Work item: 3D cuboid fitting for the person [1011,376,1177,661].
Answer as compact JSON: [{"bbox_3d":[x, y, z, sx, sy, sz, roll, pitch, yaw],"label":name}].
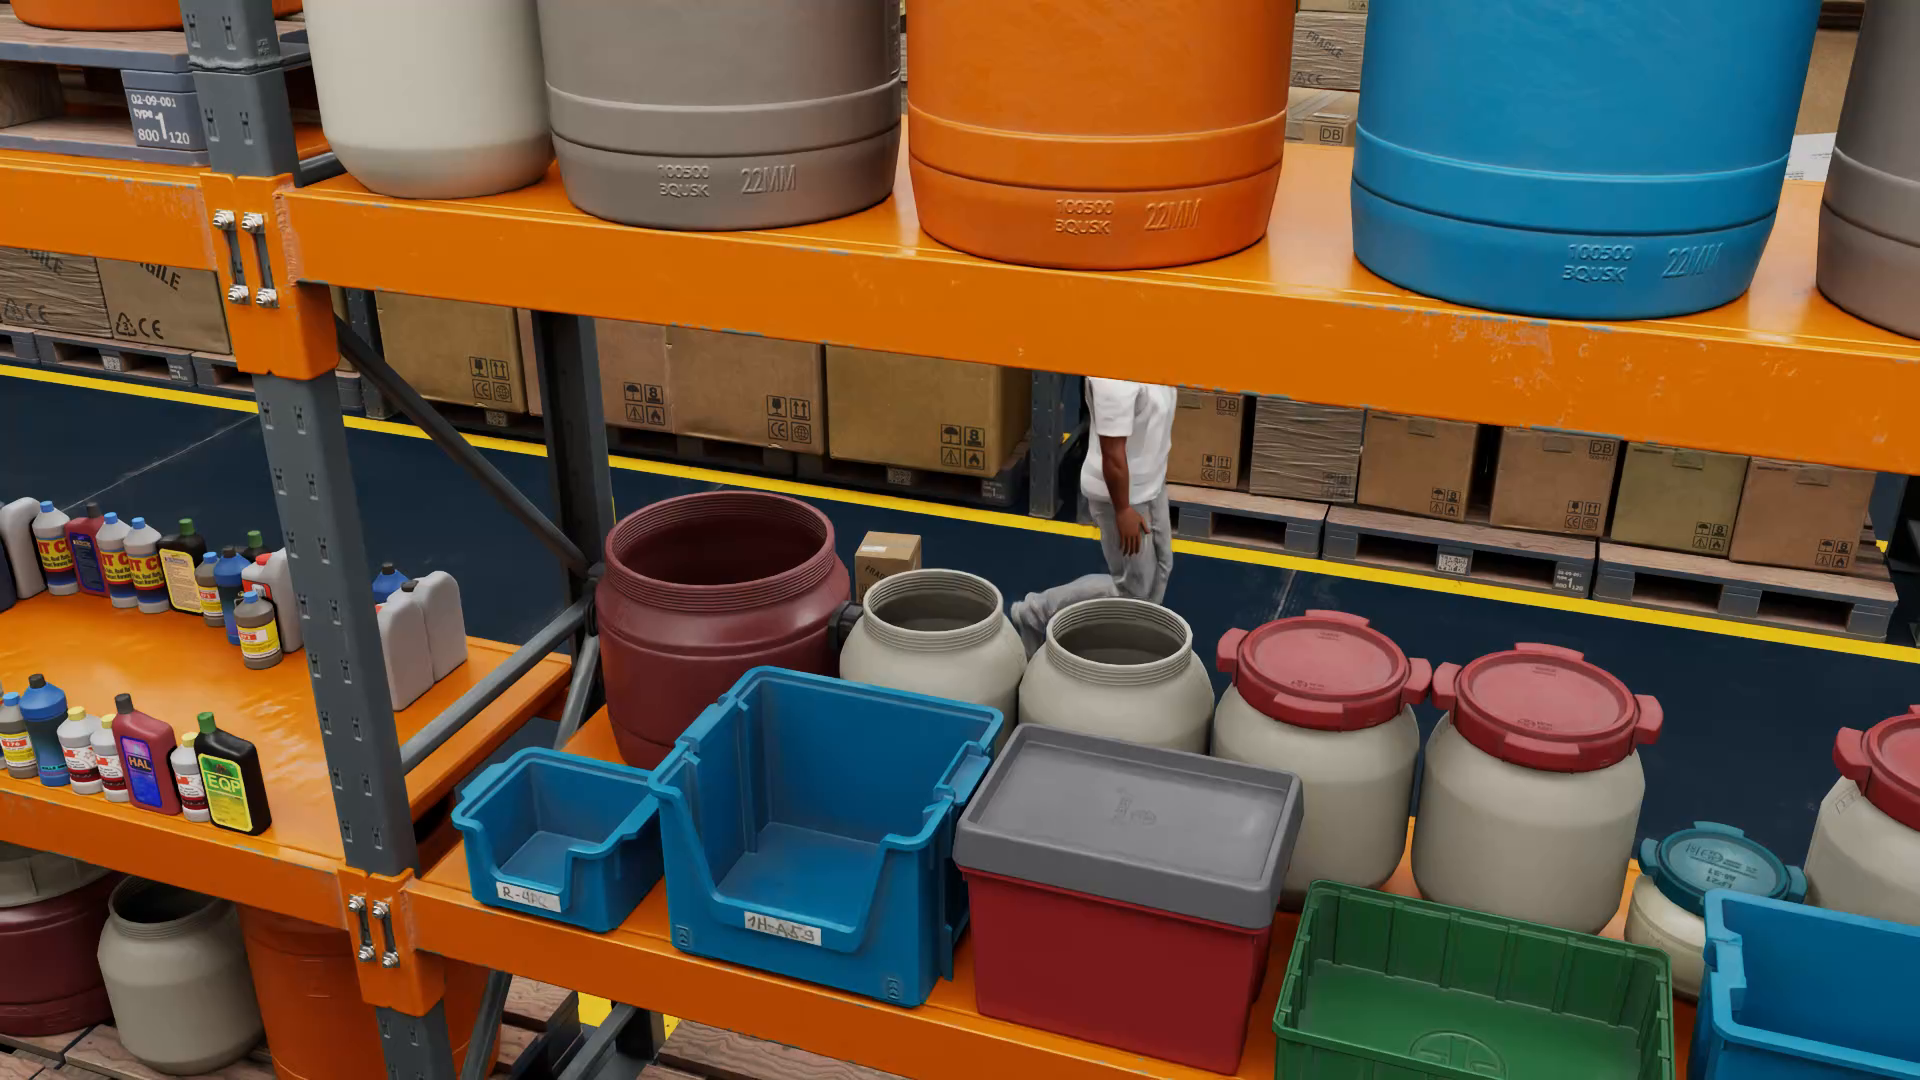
[{"bbox_3d":[0.593,-0.224,6.527,0.721,1.743,0.611,8,27,16],"label":"person"}]
